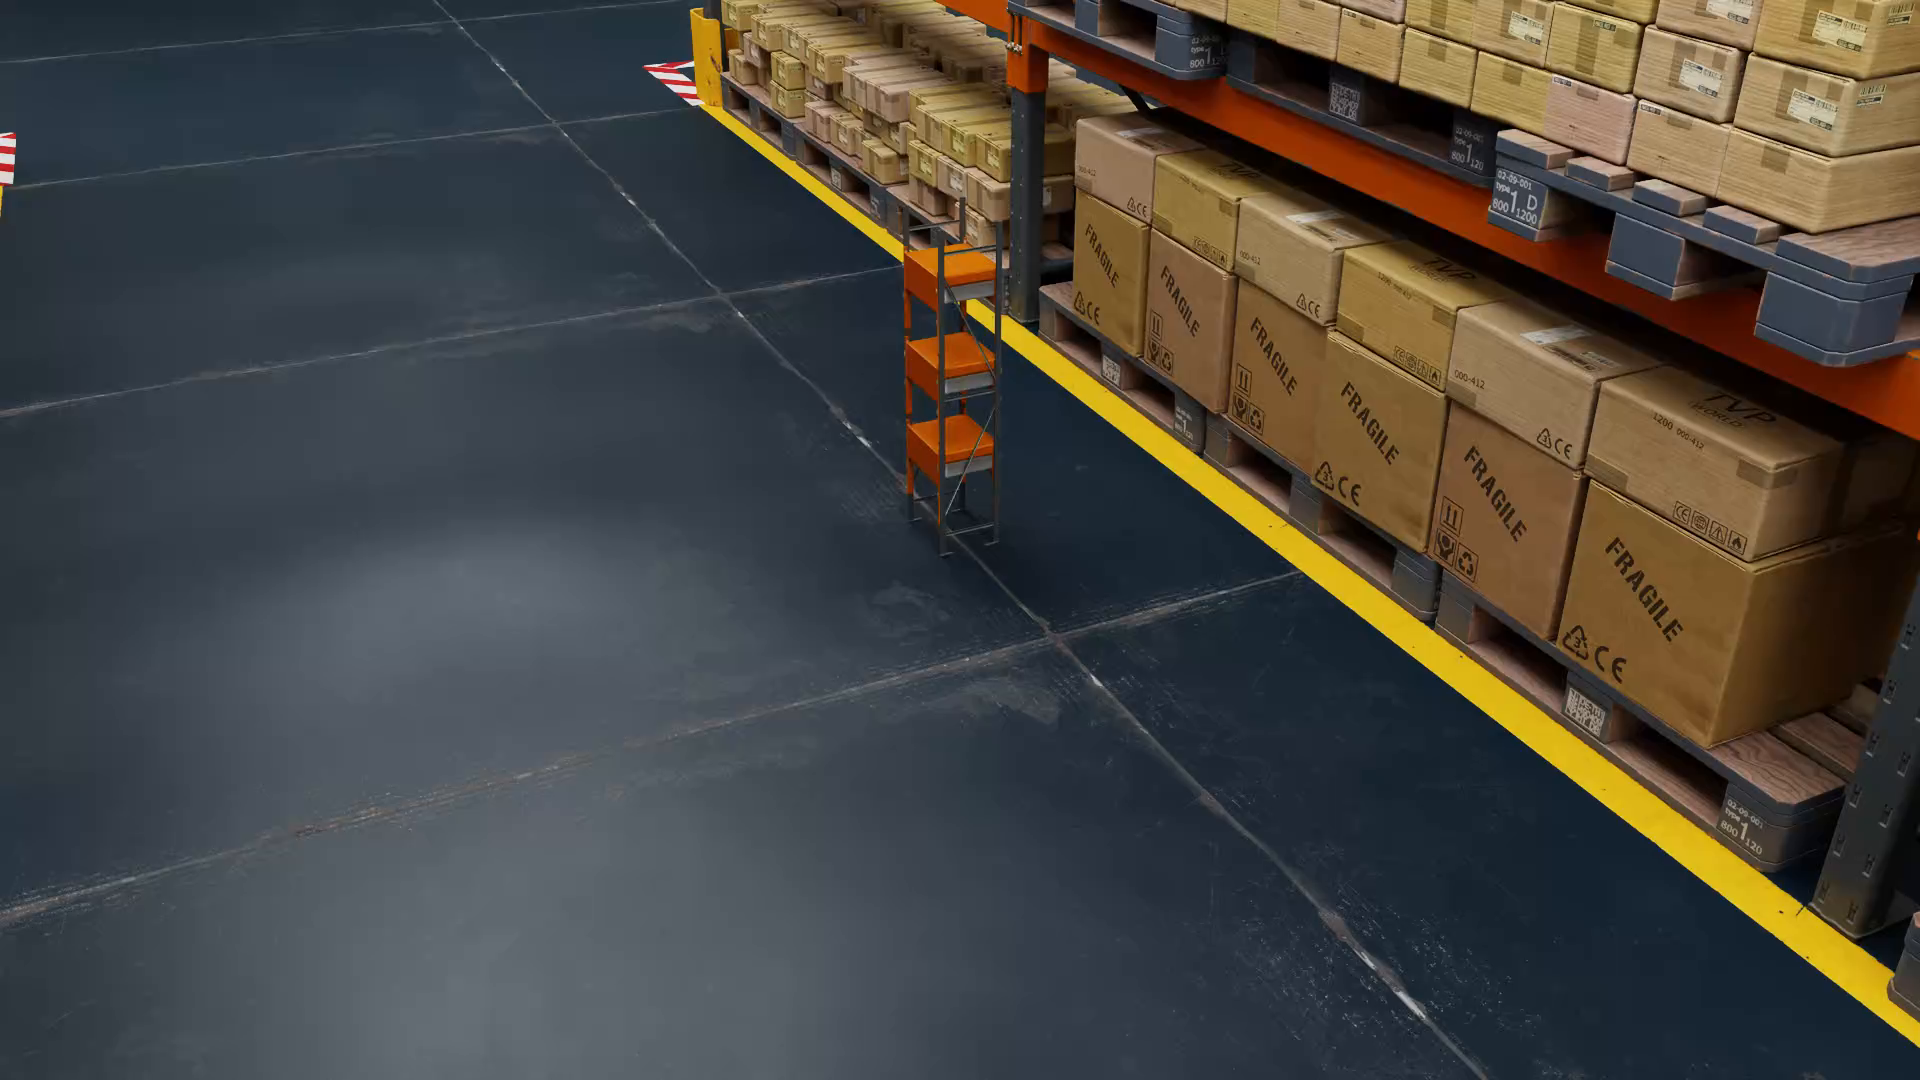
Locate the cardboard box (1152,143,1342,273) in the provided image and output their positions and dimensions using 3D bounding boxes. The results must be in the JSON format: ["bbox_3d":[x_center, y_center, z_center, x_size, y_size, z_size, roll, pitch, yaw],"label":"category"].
[{"bbox_3d":[0.986,-1.121,5.542,0.500,0.250,0.500,-12,32,-21],"label":"cardboard box"}]

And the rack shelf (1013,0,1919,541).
[{"bbox_3d":[1.535,-1.121,4.917,1.077,0.370,4.000,-13,32,-22],"label":"rack shelf"}]

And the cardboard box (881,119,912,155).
[{"bbox_3d":[-0.150,-1.931,7.808,0.380,0.149,0.250,-12,32,-21],"label":"cardboard box"}]

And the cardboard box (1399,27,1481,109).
[{"bbox_3d":[1.330,-1.199,4.149,0.380,0.149,0.250,-15,32,-24],"label":"cardboard box"}]

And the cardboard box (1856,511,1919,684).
[{"bbox_3d":[2.320,-0.010,4.327,0.500,0.500,0.500,-15,32,-24],"label":"cardboard box"}]

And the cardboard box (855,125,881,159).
[{"bbox_3d":[-0.295,-1.946,8.139,0.380,0.149,0.250,-12,32,-21],"label":"cardboard box"}]

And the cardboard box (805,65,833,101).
[{"bbox_3d":[-0.584,-2.413,8.668,0.380,0.149,0.250,-15,32,-24],"label":"cardboard box"}]

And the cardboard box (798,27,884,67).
[{"bbox_3d":[-0.611,-2.530,8.572,0.380,0.149,0.250,-12,31,-20],"label":"cardboard box"}]

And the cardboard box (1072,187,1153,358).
[{"bbox_3d":[0.754,-1.029,6.144,0.500,0.500,0.500,-12,31,-20],"label":"cardboard box"}]

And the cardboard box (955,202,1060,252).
[{"bbox_3d":[0.200,-1.359,7.093,0.380,0.149,0.250,-13,32,-21],"label":"cardboard box"}]

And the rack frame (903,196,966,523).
[{"bbox_3d":[-0.075,-0.535,5.131,0.200,1.050,0.008,-13,32,-22],"label":"rack frame"}]

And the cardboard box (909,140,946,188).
[{"bbox_3d":[-0.004,-1.691,7.381,0.380,0.149,0.250,-14,32,-24],"label":"cardboard box"}]

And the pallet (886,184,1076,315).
[{"bbox_3d":[0.356,-1.391,7.515,1.003,0.211,1.213,-13,32,-22],"label":"pallet"}]

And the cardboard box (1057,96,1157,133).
[{"bbox_3d":[0.651,-1.847,7.354,0.380,0.149,0.250,-11,31,-20],"label":"cardboard box"}]

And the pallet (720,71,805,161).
[{"bbox_3d":[-0.691,-2.469,9.437,1.003,0.211,1.213,-13,32,-22],"label":"pallet"}]

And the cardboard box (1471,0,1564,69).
[{"bbox_3d":[1.432,-1.221,3.884,0.380,0.149,0.250,-13,32,-22],"label":"cardboard box"}]

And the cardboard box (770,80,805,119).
[{"bbox_3d":[-0.795,-2.383,8.919,0.380,0.149,0.250,-13,32,-21],"label":"cardboard box"}]

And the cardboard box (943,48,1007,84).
[{"bbox_3d":[0.138,-2.291,8.147,0.380,0.149,0.250,-14,32,-24],"label":"cardboard box"}]

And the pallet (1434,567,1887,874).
[{"bbox_3d":[2.059,0.320,4.464,1.003,0.211,1.213,-13,32,-22],"label":"pallet"}]

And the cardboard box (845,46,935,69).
[{"bbox_3d":[-0.346,-2.313,8.185,0.380,0.149,0.250,-13,32,-22],"label":"cardboard box"}]

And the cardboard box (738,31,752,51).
[{"bbox_3d":[-1.048,-2.869,9.481,0.380,0.149,0.250,-12,31,-20],"label":"cardboard box"}]

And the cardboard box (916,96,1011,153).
[{"bbox_3d":[0.030,-1.833,7.329,0.380,0.149,0.250,-13,32,-22],"label":"cardboard box"}]

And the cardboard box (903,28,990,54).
[{"bbox_3d":[-0.070,-2.518,8.551,0.380,0.149,0.250,-14,32,-24],"label":"cardboard box"}]

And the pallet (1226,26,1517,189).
[{"bbox_3d":[1.507,-1.333,4.757,1.003,0.211,1.213,-13,32,-22],"label":"pallet"}]

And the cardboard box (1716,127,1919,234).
[{"bbox_3d":[1.767,-0.746,3.341,0.380,0.149,0.250,-13,32,-21],"label":"cardboard box"}]

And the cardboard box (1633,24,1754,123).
[{"bbox_3d":[1.654,-0.995,3.480,0.380,0.149,0.250,-12,31,-20],"label":"cardboard box"}]

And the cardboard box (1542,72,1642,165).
[{"bbox_3d":[1.551,-0.970,3.740,0.380,0.149,0.250,-13,32,-21],"label":"cardboard box"}]

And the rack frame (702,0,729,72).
[{"bbox_3d":[-1.041,-4.085,9.468,1.000,3.000,0.127,-13,32,-22],"label":"rack frame"}]

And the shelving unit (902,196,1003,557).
[{"bbox_3d":[-0.023,-0.482,5.035,0.215,1.050,0.252,-13,32,-22],"label":"shelving unit"}]

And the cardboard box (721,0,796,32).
[{"bbox_3d":[-1.123,-2.981,9.377,0.380,0.149,0.250,-15,32,-24],"label":"cardboard box"}]

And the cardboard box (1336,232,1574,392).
[{"bbox_3d":[1.433,-0.667,4.732,0.500,0.250,0.500,-12,32,-21],"label":"cardboard box"}]

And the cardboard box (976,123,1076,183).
[{"bbox_3d":[0.289,-1.620,6.949,0.380,0.149,0.250,-12,31,-21],"label":"cardboard box"}]

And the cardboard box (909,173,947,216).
[{"bbox_3d":[-0.007,-1.595,7.513,0.380,0.149,0.250,-14,32,-24],"label":"cardboard box"}]

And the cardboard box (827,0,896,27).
[{"bbox_3d":[-0.529,-2.980,9.375,0.380,0.149,0.250,-12,32,-21],"label":"cardboard box"}]

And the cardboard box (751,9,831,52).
[{"bbox_3d":[-0.903,-2.747,8.958,0.380,0.149,0.250,-13,32,-22],"label":"cardboard box"}]

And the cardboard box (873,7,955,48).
[{"bbox_3d":[-0.249,-2.765,8.991,0.380,0.149,0.250,-14,32,-24],"label":"cardboard box"}]

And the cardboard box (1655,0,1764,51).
[{"bbox_3d":[1.663,-1.116,3.392,0.380,0.149,0.250,-13,32,-23],"label":"cardboard box"}]

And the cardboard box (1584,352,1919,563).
[{"bbox_3d":[1.863,-0.218,3.932,0.500,0.250,0.500,-14,32,-23],"label":"cardboard box"}]

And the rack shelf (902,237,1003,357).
[{"bbox_3d":[-0.023,-0.720,4.902,0.215,0.259,0.240,-13,32,-22],"label":"rack shelf"}]

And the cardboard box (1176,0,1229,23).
[{"bbox_3d":[0.875,-1.665,4.980,0.380,0.149,0.250,-15,32,-24],"label":"cardboard box"}]

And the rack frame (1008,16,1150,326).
[{"bbox_3d":[0.676,-2.318,6.317,1.000,3.000,0.127,-13,32,-22],"label":"rack frame"}]

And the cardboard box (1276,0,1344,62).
[{"bbox_3d":[1.101,-1.433,4.567,0.380,0.149,0.250,-15,32,-24],"label":"cardboard box"}]

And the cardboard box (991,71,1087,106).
[{"bbox_3d":[0.365,-2.059,7.732,0.380,0.149,0.250,-14,32,-23],"label":"cardboard box"}]

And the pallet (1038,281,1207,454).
[{"bbox_3d":[1.012,-0.758,6.386,1.003,0.211,1.213,-13,32,-22],"label":"pallet"}]

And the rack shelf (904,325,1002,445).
[{"bbox_3d":[-0.023,-0.472,5.041,0.215,0.259,0.240,-13,32,-22],"label":"rack shelf"}]

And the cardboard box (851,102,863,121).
[{"bbox_3d":[-0.323,-2.181,8.253,0.380,0.149,0.250,-12,31,-20],"label":"cardboard box"}]

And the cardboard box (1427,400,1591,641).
[{"bbox_3d":[1.655,-0.110,4.505,0.500,0.500,0.500,-12,31,-20],"label":"cardboard box"}]

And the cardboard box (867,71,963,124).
[{"bbox_3d":[-0.211,-2.064,7.741,0.380,0.149,0.250,-15,32,-24],"label":"cardboard box"}]

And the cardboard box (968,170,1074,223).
[{"bbox_3d":[0.254,-1.460,6.968,0.380,0.149,0.250,-12,32,-21],"label":"cardboard box"}]

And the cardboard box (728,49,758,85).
[{"bbox_3d":[-1.105,-2.726,9.530,0.380,0.149,0.250,-12,32,-21],"label":"cardboard box"}]

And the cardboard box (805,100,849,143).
[{"bbox_3d":[-0.571,-2.162,8.525,0.380,0.149,0.250,-15,32,-24],"label":"cardboard box"}]

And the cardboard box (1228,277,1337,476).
[{"bbox_3d":[1.220,-0.567,5.320,0.500,0.500,0.500,-13,32,-21],"label":"cardboard box"}]

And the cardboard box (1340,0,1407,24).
[{"bbox_3d":[1.215,-1.446,4.286,0.380,0.149,0.250,-12,32,-21],"label":"cardboard box"}]
